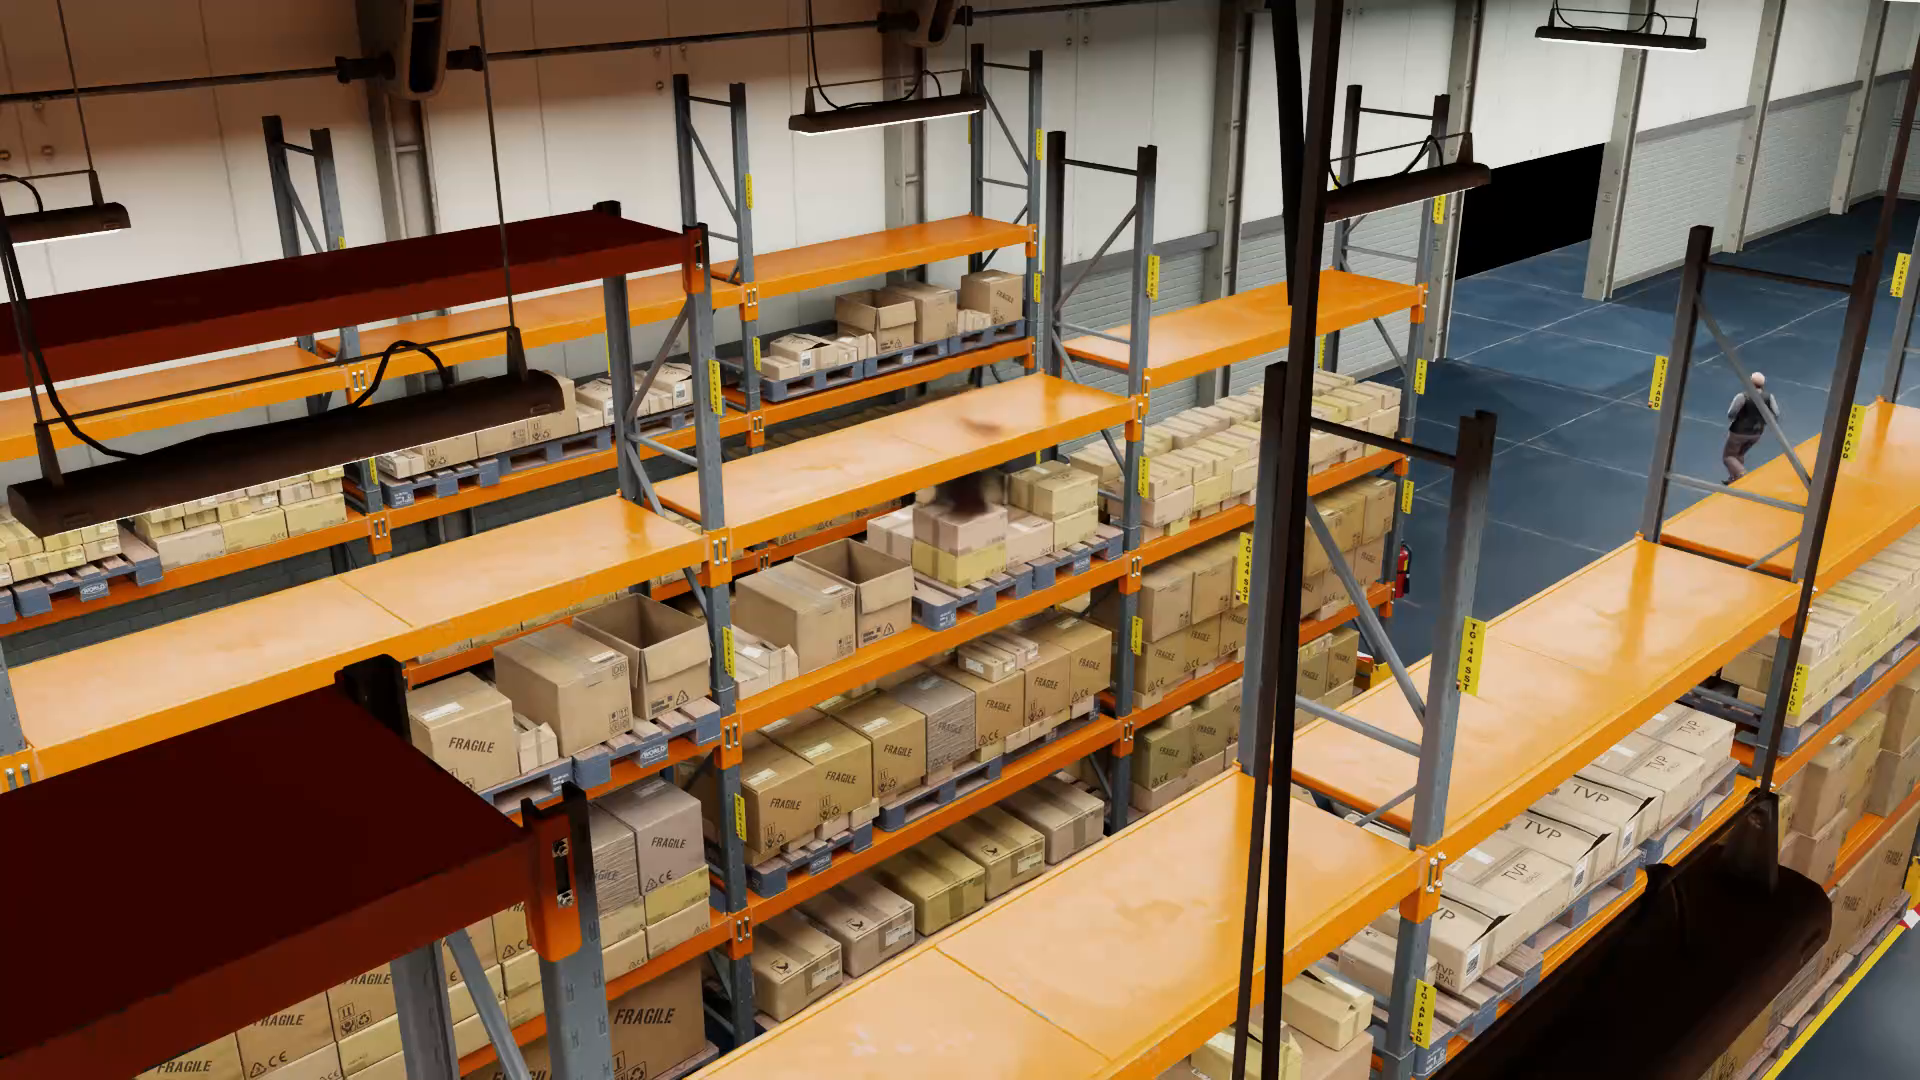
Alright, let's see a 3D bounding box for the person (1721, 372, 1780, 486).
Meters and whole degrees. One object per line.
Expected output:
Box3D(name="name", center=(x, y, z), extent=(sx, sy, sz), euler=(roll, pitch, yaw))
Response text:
Box3D(name="person", center=(10.450, -1.415, 22.082), extent=(0.666, 1.683, 0.754), euler=(-1, 23, -4))
